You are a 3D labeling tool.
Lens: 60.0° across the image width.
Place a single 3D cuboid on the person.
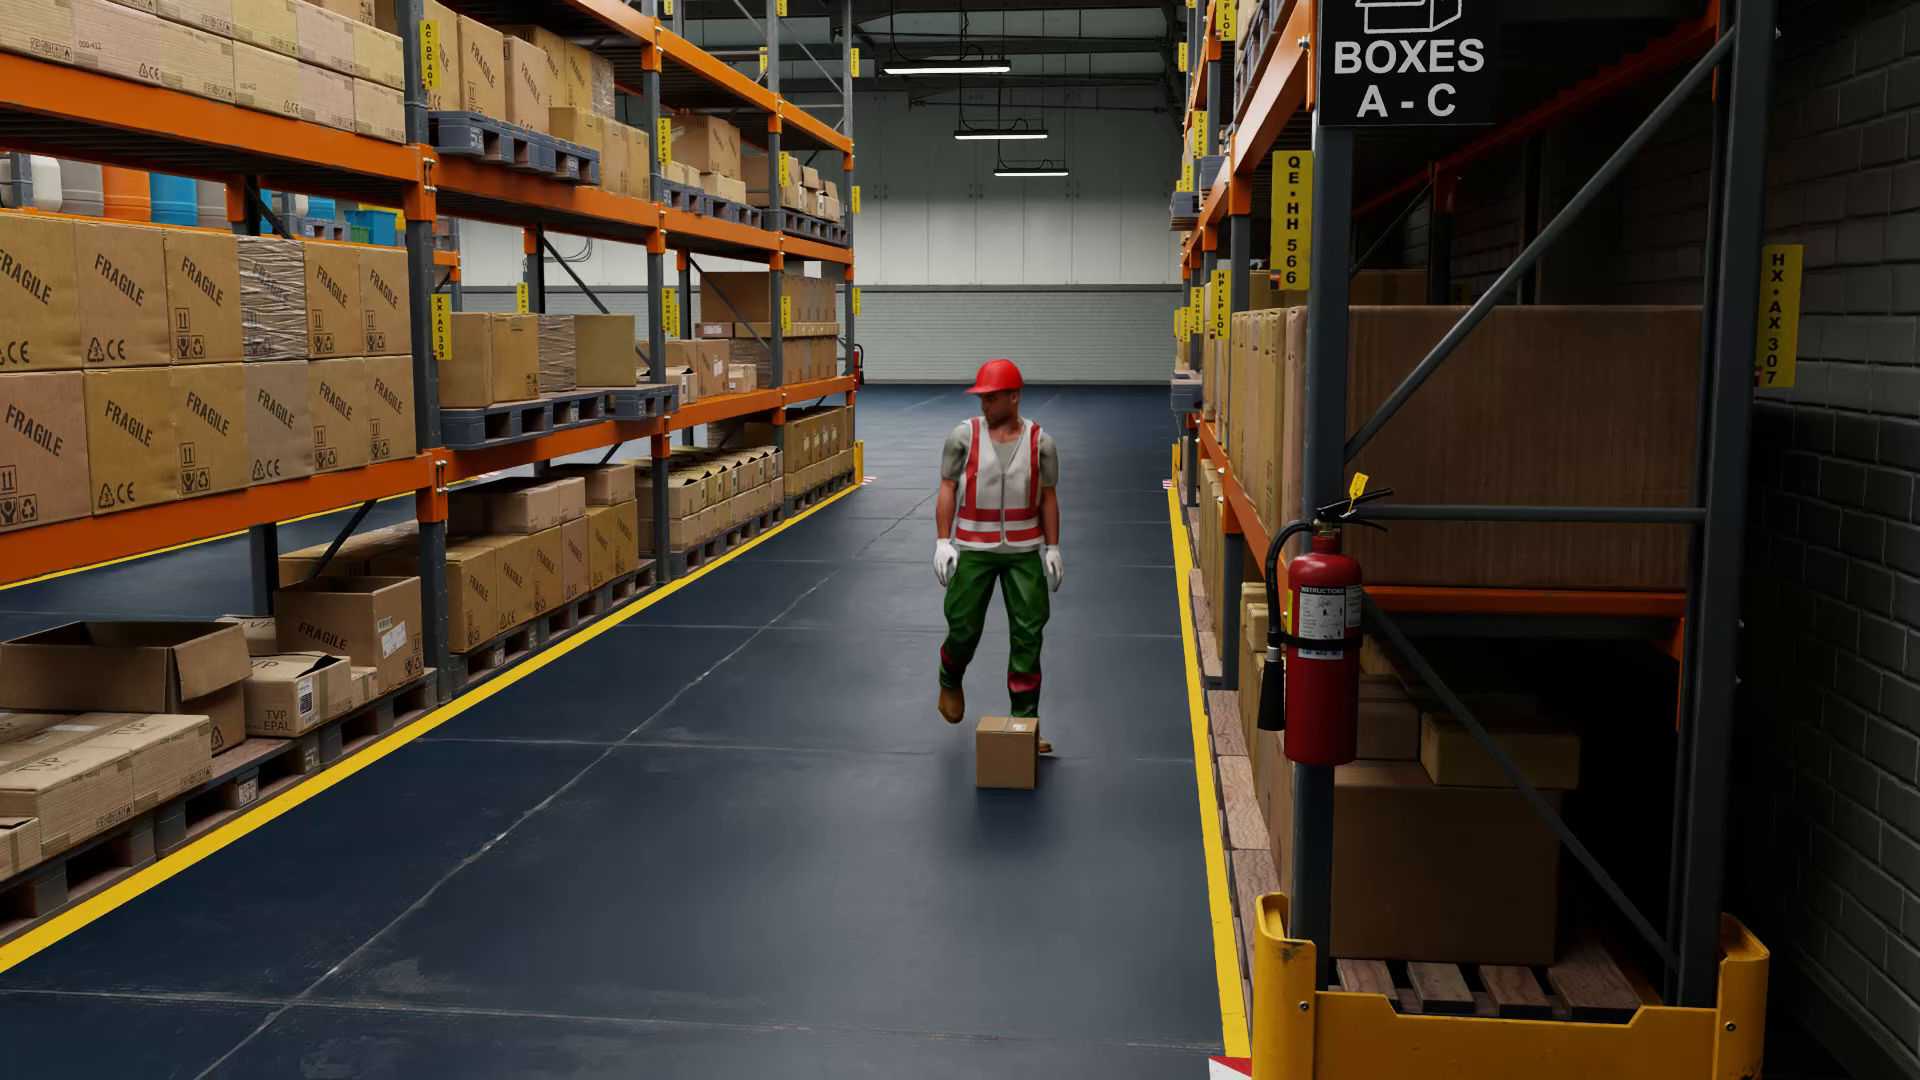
[{"bbox_3d":[0.176,0.060,7.654,0.604,1.775,0.711,-1,8,-8],"label":"person"}]
